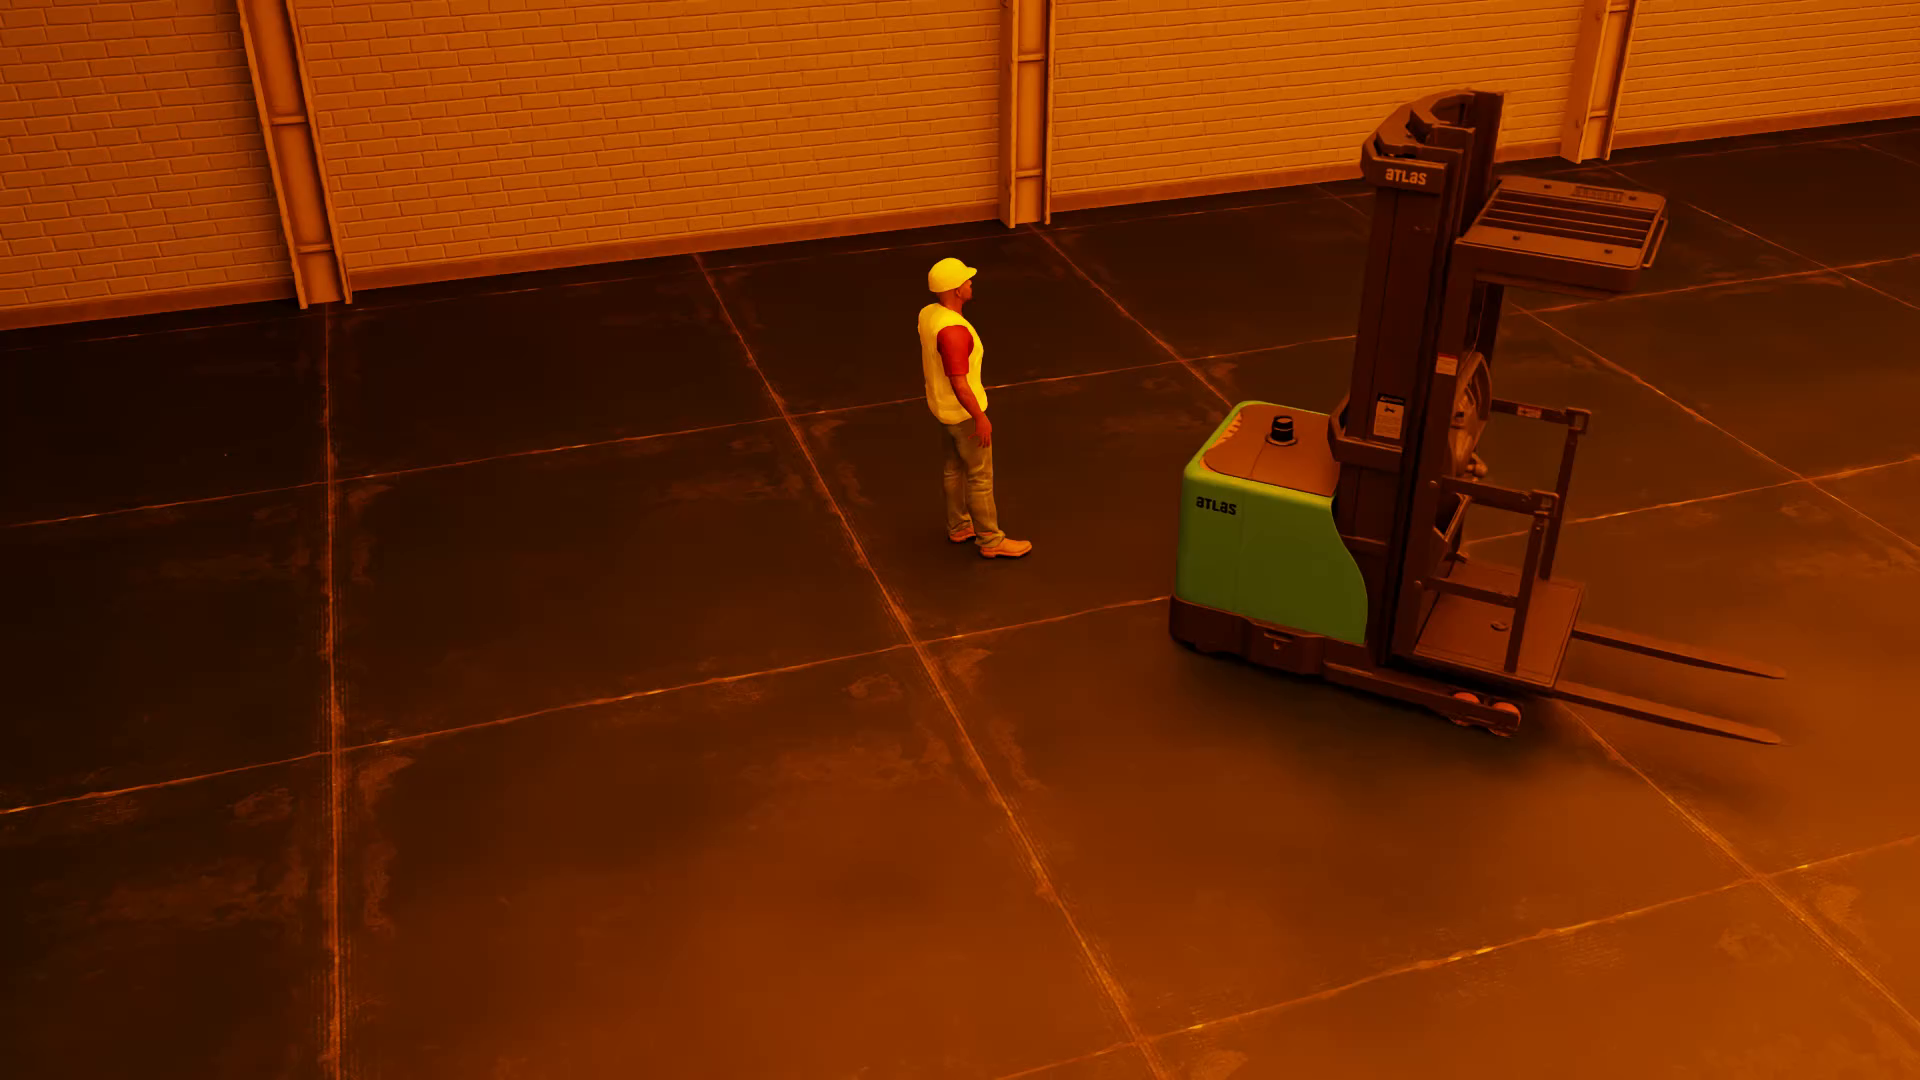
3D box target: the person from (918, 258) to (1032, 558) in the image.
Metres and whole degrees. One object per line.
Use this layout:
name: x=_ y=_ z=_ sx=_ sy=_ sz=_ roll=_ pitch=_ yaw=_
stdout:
person: x=0.068 y=-0.780 z=9.596 sx=0.577 sy=1.765 sz=0.665 roll=-10 pitch=31 yaw=-16

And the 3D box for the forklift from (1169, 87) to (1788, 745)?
forklift: x=2.687 y=-0.593 z=8.118 sx=3.031 sy=2.935 sz=1.130 roll=14 pitch=33 yaw=23
